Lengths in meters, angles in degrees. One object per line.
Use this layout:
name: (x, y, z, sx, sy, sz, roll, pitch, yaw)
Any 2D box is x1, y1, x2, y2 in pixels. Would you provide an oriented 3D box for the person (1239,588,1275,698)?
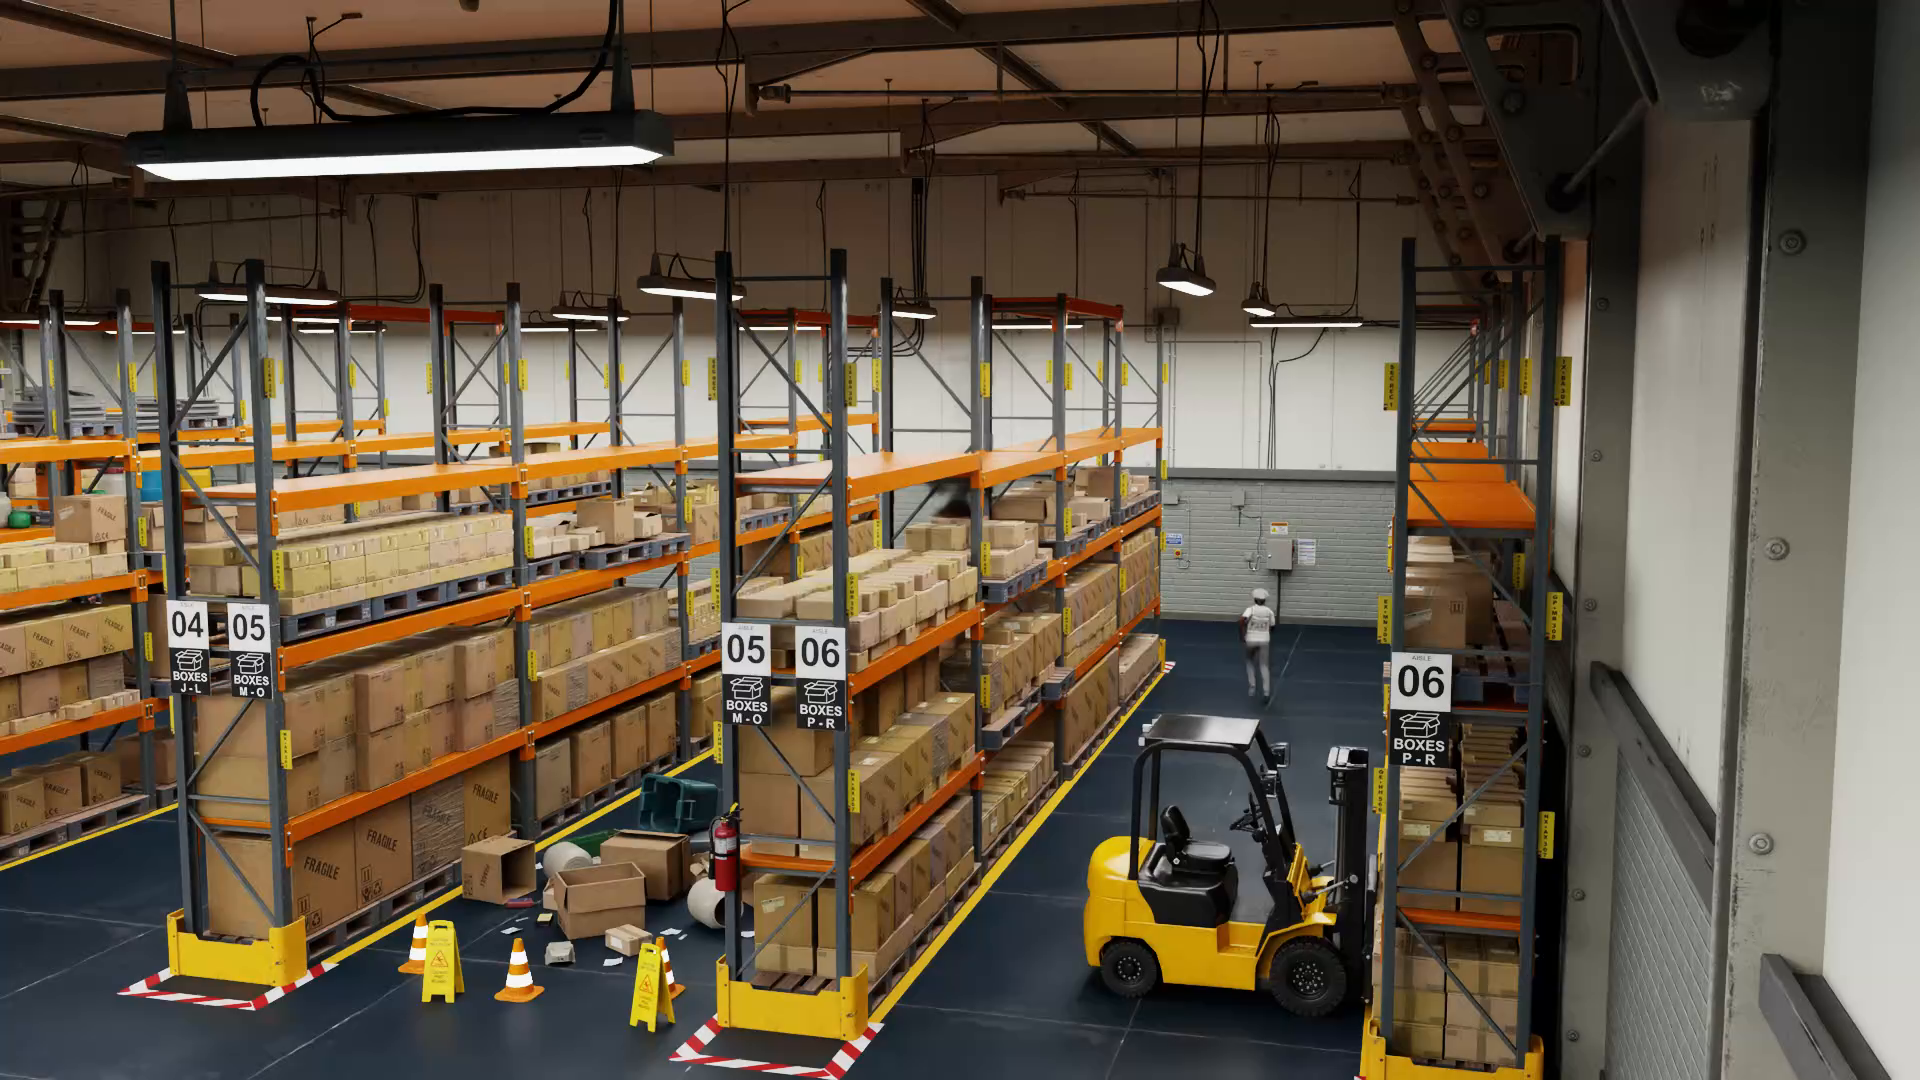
person: (4.582, 1.611, 25.698, 0.584, 1.713, 0.865, 0, 6, 5)
